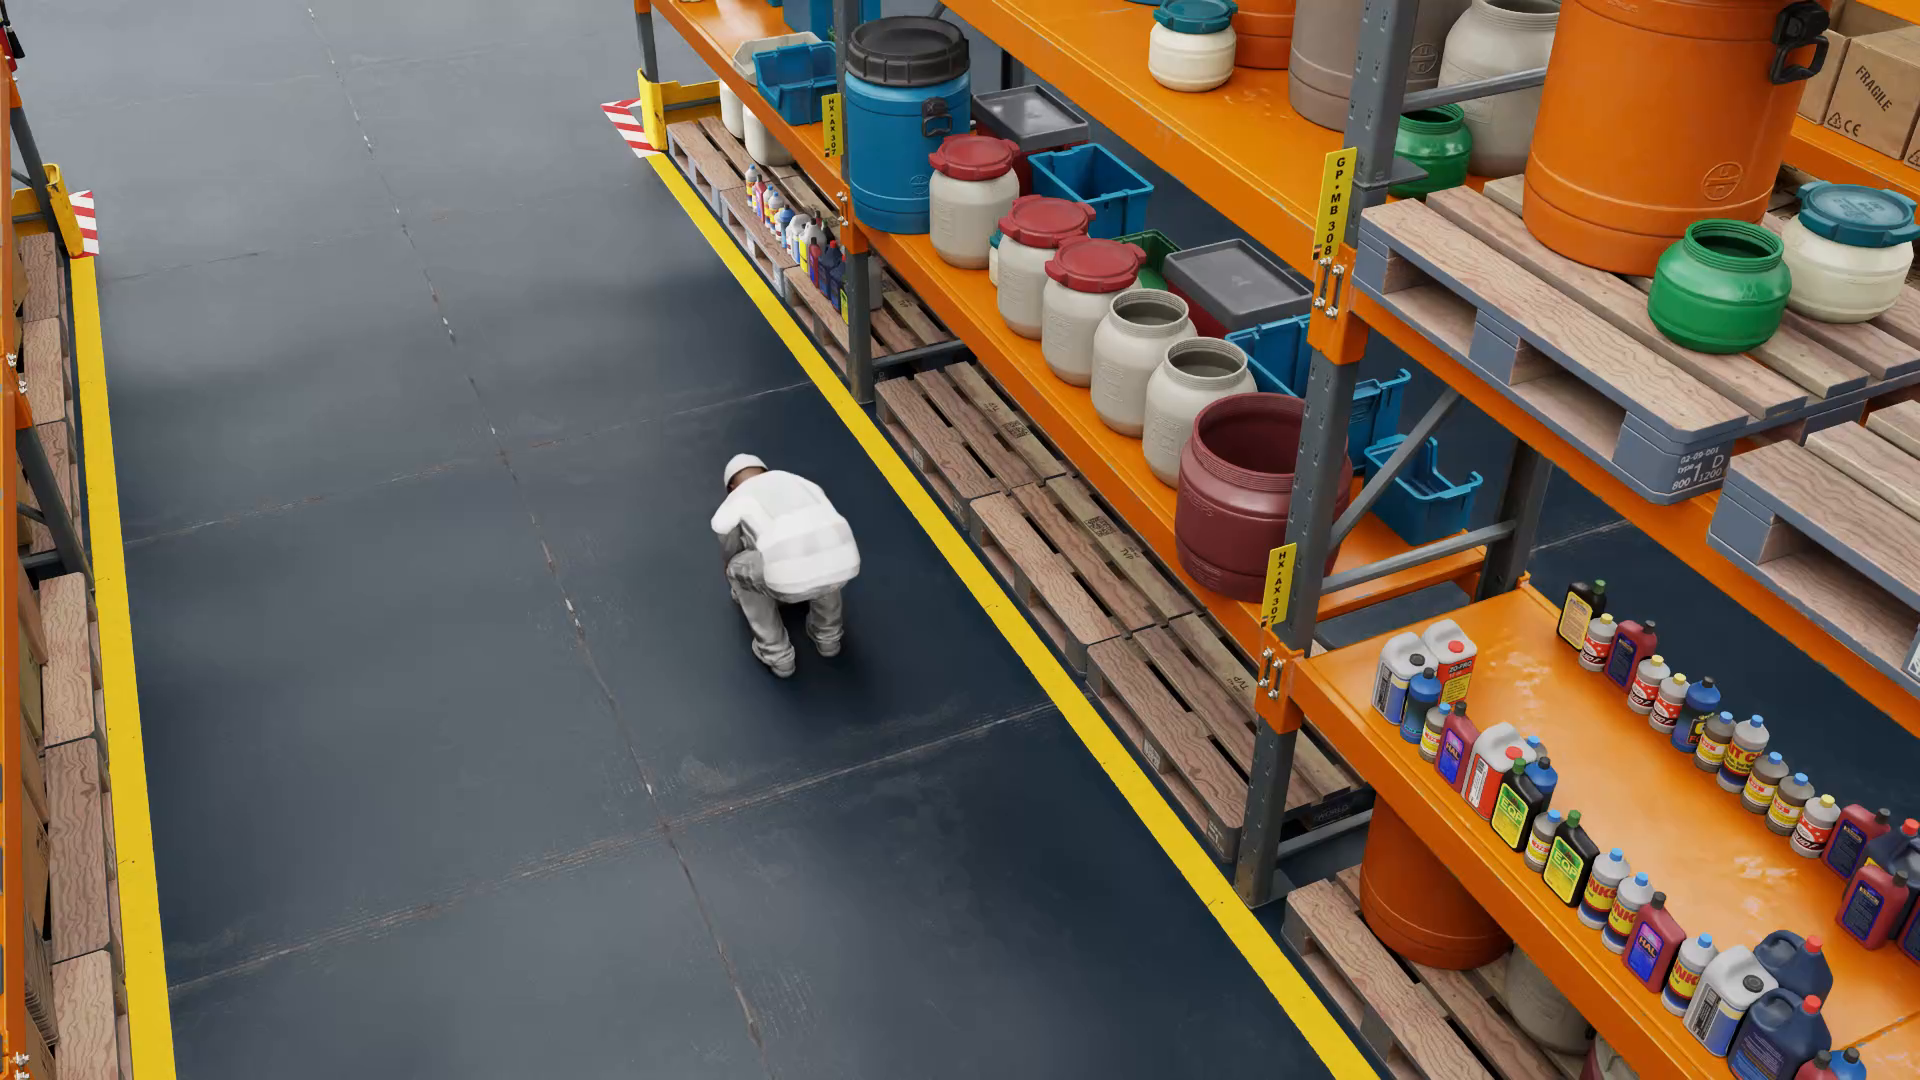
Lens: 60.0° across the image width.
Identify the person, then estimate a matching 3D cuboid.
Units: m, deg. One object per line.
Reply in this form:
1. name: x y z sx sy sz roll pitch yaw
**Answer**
1. person: -0.809 0.104 7.507 0.532 0.857 0.993 -17 40 -21
